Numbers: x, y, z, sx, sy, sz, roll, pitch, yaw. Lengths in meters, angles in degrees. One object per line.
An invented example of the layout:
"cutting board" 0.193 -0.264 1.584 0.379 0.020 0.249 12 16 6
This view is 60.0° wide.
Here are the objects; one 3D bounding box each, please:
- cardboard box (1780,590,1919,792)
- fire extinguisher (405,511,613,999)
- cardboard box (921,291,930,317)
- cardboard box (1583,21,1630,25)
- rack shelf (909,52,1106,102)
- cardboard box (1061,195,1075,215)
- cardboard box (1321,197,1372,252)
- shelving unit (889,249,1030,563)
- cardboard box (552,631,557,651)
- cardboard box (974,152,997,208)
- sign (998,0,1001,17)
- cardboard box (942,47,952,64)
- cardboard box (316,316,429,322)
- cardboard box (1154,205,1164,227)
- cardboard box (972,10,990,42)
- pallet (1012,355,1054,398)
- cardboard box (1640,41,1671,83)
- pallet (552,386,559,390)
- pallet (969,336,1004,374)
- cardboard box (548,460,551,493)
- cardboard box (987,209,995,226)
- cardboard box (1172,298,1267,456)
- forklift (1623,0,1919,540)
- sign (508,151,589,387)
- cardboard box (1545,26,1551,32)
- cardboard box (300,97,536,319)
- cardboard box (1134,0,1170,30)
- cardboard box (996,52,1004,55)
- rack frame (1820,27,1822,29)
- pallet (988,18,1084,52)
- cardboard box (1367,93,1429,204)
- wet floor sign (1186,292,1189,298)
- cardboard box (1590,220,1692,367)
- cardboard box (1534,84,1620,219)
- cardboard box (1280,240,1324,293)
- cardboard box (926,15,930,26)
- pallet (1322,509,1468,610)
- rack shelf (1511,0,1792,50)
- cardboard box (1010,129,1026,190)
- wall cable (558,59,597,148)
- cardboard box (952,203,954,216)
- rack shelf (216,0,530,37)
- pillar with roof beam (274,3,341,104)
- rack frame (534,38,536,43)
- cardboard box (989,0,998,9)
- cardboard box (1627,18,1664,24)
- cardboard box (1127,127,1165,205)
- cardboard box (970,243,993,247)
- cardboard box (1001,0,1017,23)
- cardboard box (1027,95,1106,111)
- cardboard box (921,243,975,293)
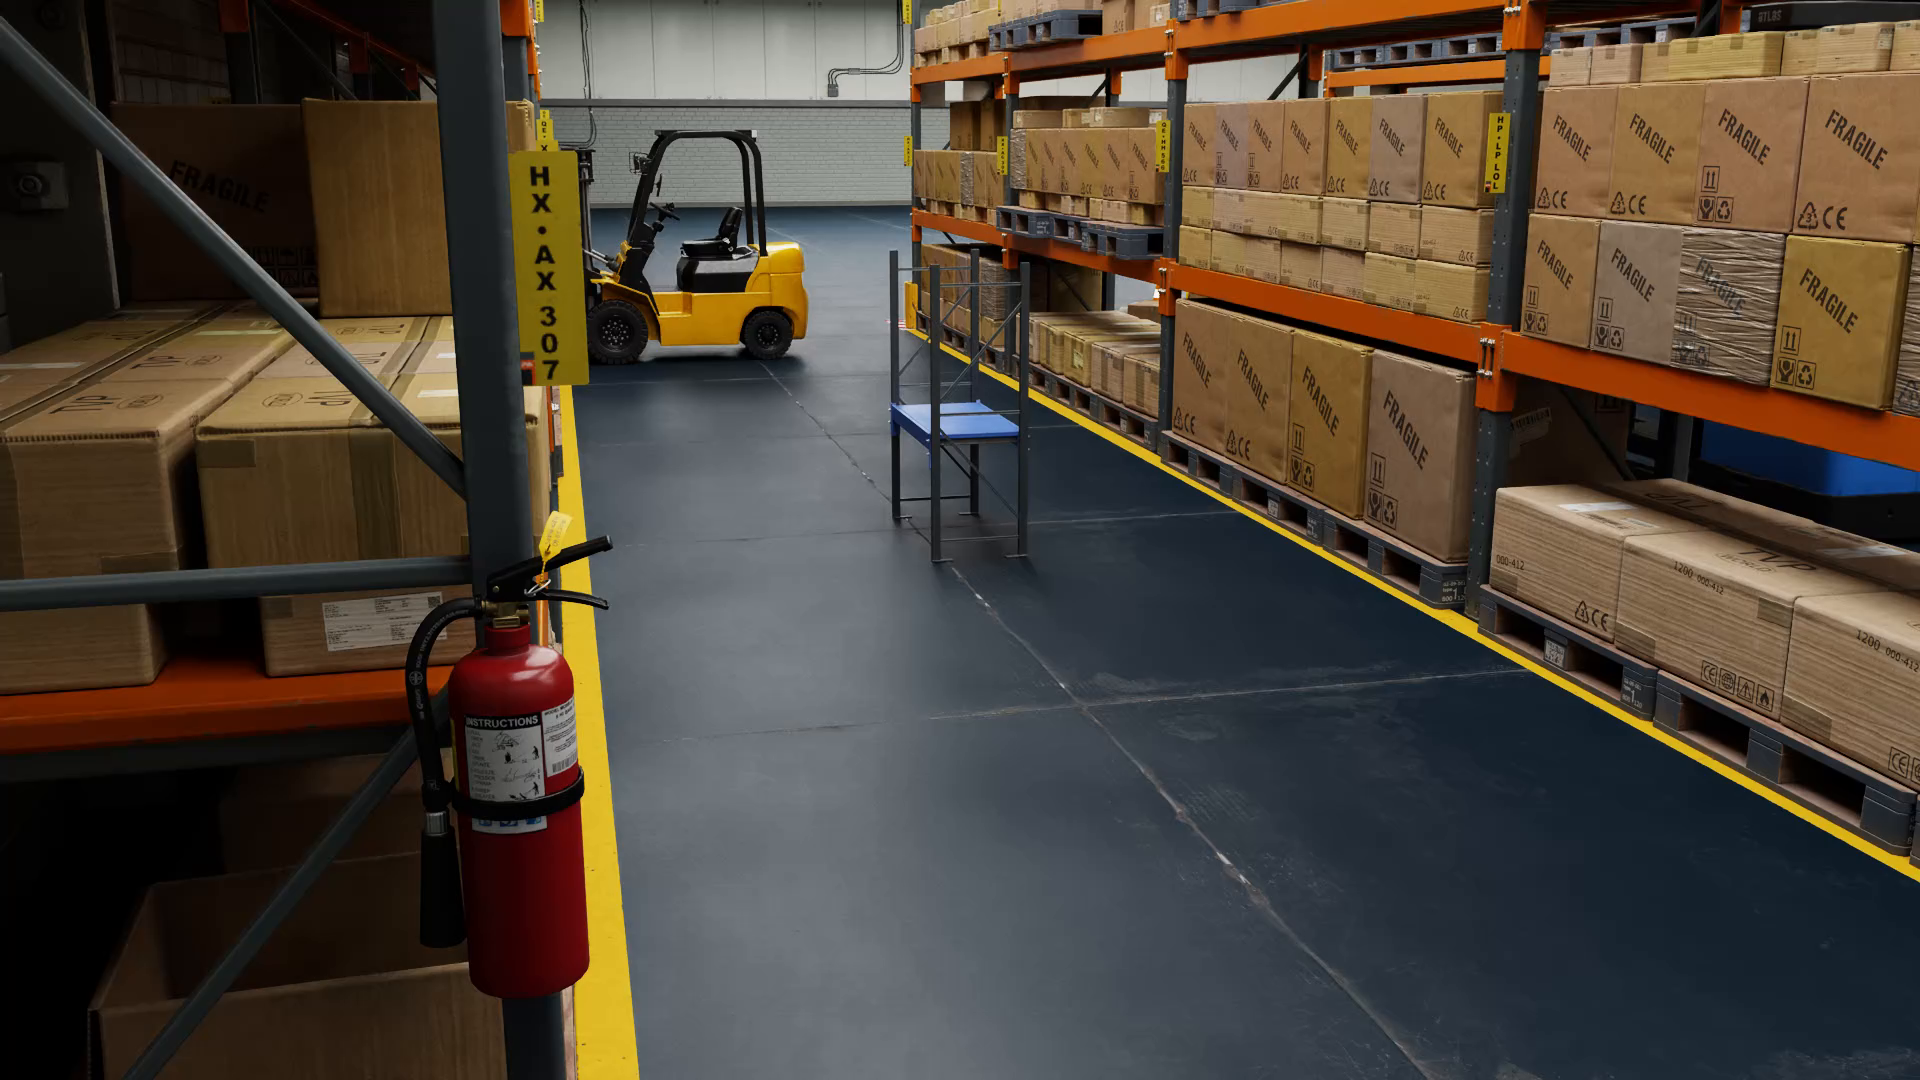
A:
"cardboard box" 3.242 0.478 5.162 0.875 0.438 0.875 -3 14 -12
"fire extinguisher" -0.623 0.300 2.329 0.296 0.674 0.183 -3 14 -13
"cardboard box" -0.120 -2.563 18.005 0.500 0.250 0.500 -3 14 -14
"cardboard box" 5.689 -4.607 14.577 0.250 0.149 0.380 -3 14 -13
"rack shelf" 0.429 -4.542 16.394 1.077 0.370 4.000 -3 14 -13
"cardboard box" 1.001 -2.608 12.925 0.380 0.149 0.250 -3 14 -11
"cardboard box" 2.186 -1.620 8.500 0.500 0.250 0.500 -3 14 -12
"shelving unit" -0.020 -0.748 8.830 0.538 1.500 1.048 -3 14 -13
"cardboard box" -1.630 0.443 5.916 0.380 0.149 0.250 -4 14 -15
"cardboard box" 0.425 -3.373 15.577 0.500 0.500 0.500 -3 14 -11
"sign" 0.374 -4.649 14.228 0.100 0.325 0.005 -3 14 -13
"cardboard box" 0.029 -4.839 16.621 0.380 0.149 0.250 -3 14 -13
"cardboard box" -1.333 -0.468 4.214 0.500 0.250 0.500 -4 14 -15
"cardboard box" 1.533 -2.195 11.235 0.380 0.149 0.250 -3 14 -11
"cardboard box" 0.414 -4.705 15.235 0.500 0.250 0.500 -4 14 -14
"pallet" 1.083 -1.439 14.373 1.003 0.211 1.213 -3 14 -13
"cardboard box" 2.777 -1.775 6.187 0.380 0.149 0.250 -3 14 -14
"pallet" -3.714 -1.173 13.285 1.003 0.211 1.213 -3 14 -13
"pallet" 0.707 -1.772 15.733 1.003 0.211 1.213 -3 14 -13
"cardboard box" -1.171 -0.196 3.940 0.380 0.149 0.250 -4 14 -15
"cardboard box" 0.462 -2.965 15.274 0.380 0.149 0.250 -3 14 -12
"cardboard box" 1.920 -1.058 10.531 0.875 0.875 0.875 -3 14 -14
"forklift" 4.638 -1.717 9.780 1.130 2.935 3.031 -3 14 -12
"sign" -0.579 -0.378 2.331 0.100 0.325 0.005 -3 14 -13
"cardboard box" 5.869 -5.023 16.279 0.380 0.149 0.250 -3 14 -13
"cardboard box" -1.304 -0.829 4.109 0.500 0.500 0.500 -3 14 -12
"cardboard box" 1.626 -3.775 11.529 0.700 0.500 0.500 -3 14 -13
"cardboard box" 0.528 -4.364 14.679 0.380 0.149 0.250 -3 14 -13
"rack frame" 6.626 -2.350 12.224 1.000 3.000 0.127 -3 14 -13
"pallet" 0.941 -4.191 13.835 1.213 0.211 1.003 -3 14 -13
"cardboard box" 2.300 -1.870 7.943 0.500 0.500 0.500 -3 14 -12
"wet floor sign" 2.816 -2.948 19.633 0.267 0.644 0.232 -6 15 -23
"cardboard box" 2.748 -0.937 6.232 0.500 0.500 0.500 -3 14 -13
"cardboard box" 2.654 -1.539 6.587 0.500 0.500 0.500 -3 14 -13
"cardboard box" 2.084 -1.498 9.055 0.500 0.250 0.500 -3 14 -13
"cardboard box" -0.155 -5.525 17.751 0.380 0.149 0.250 -3 14 -14
"pallet" 2.524 0.053 8.265 1.003 0.211 1.213 -3 14 -13
"rack shelf" 3.248 -1.774 5.063 1.077 0.370 4.000 -3 14 -13
"cardboard box" 0.730 -3.246 14.171 0.500 0.500 0.500 -3 14 -12
"wall cable" -12.029 -12.488 47.622 3.097 2.526 0.112 -3 14 -13
"cardboard box" 0.124 -3.384 16.988 0.380 0.149 0.250 -3 14 -11
"rack shelf" -1.576 -1.496 3.927 1.077 0.370 4.000 -3 14 -13
"pillar with roof beam" 0.017 -5.178 11.159 9.100 9.000 0.400 -3 14 -13
"rack frame" -4.864 -6.533 16.705 1.000 3.000 0.127 -3 14 -13
"cardboard box" 0.477 -4.812 14.833 0.380 0.149 0.250 -4 14 -15
"cardboard box" 6.191 -4.637 14.485 0.500 0.250 0.500 -3 14 -14
"cardboard box" 1.462 -2.537 11.268 0.500 0.500 0.500 -4 14 -15
"cardboard box" 0.401 -2.958 18.044 0.500 0.500 0.500 -3 14 -13
"cardboard box" 0.647 -4.404 13.745 0.500 0.250 0.500 -4 14 -15
"cardboard box" 1.007 -3.766 15.076 0.700 0.500 0.500 -3 14 -14
"cardboard box" -0.113 -2.922 17.894 0.500 0.500 0.500 -4 14 -15
